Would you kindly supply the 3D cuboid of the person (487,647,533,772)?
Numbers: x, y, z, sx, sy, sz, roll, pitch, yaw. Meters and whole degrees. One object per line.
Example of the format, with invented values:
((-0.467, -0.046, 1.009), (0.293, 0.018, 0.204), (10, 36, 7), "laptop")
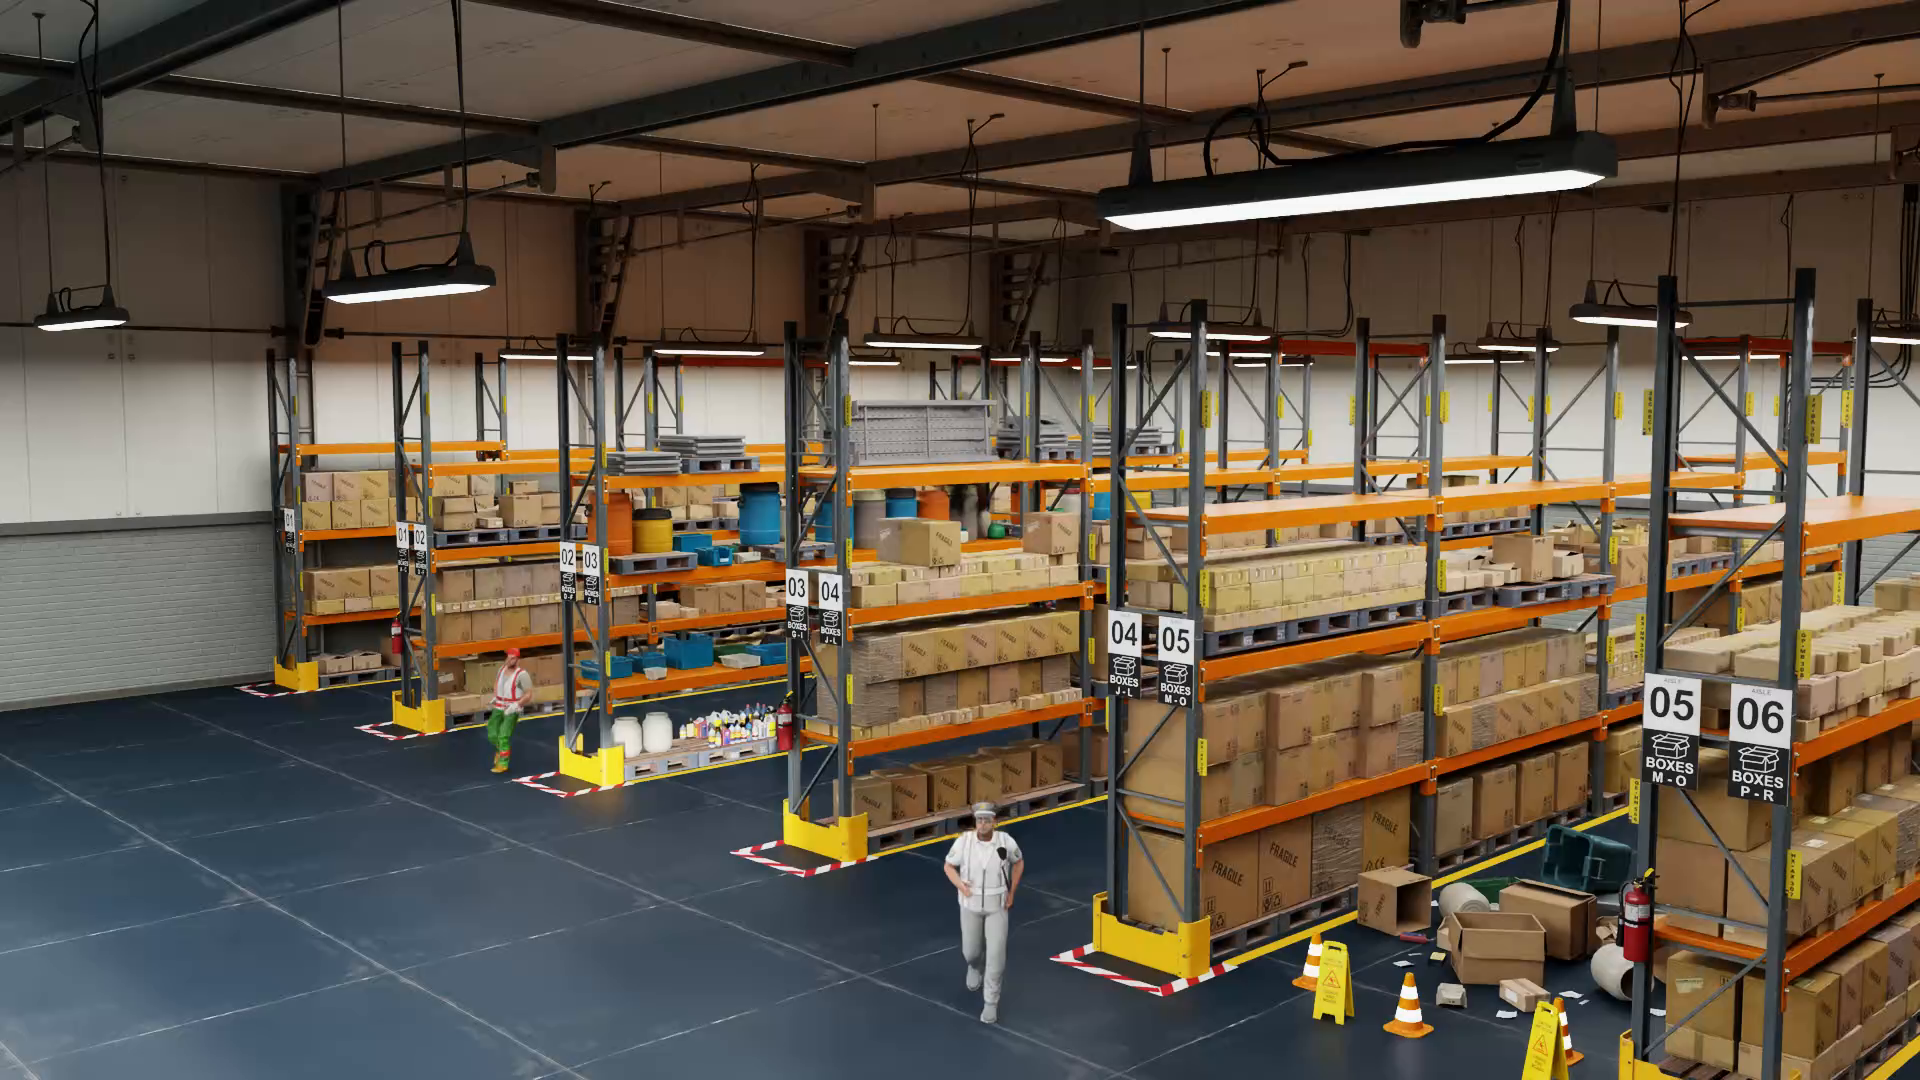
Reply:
((-6.184, 2.328, 22.796), (0.701, 1.729, 0.560), (1, 5, 16), "person")

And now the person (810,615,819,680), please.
((-2.350, 1.894, 28.022), (0.638, 1.681, 0.564), (5, 7, 44), "person")

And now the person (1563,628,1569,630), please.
((8.974, 2.160, 24.572), (0.782, 1.712, 0.731), (-4, 6, -39), "person")

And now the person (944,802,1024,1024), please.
((0.198, 3.065, 14.090), (0.663, 1.788, 0.743), (0, 5, 1), "person")
